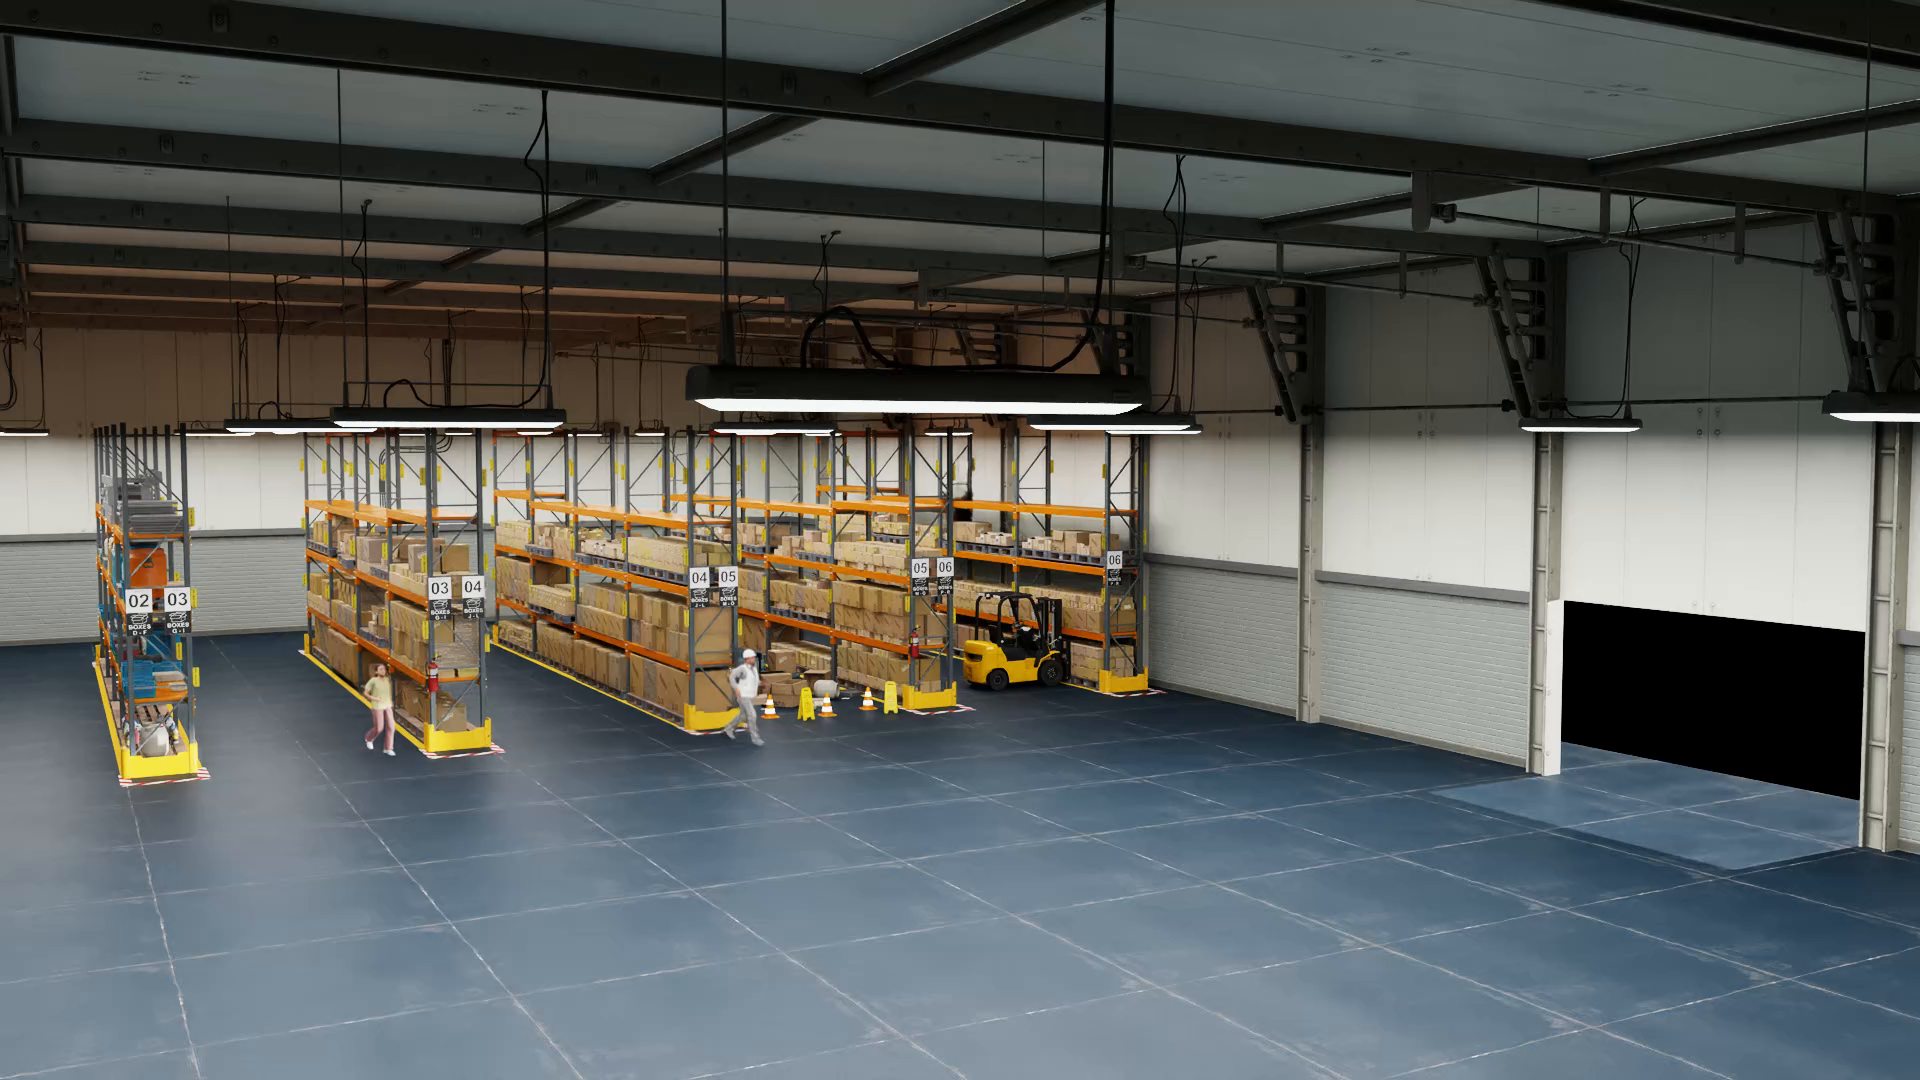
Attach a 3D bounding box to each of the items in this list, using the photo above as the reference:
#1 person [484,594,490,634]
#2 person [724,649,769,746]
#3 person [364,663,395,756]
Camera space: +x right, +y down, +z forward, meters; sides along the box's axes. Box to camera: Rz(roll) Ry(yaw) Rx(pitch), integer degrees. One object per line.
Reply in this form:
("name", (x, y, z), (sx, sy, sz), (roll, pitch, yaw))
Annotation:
("person", (-13.834, 2.013, 47.797), (0.790, 1.767, 0.788), (-3, 5, -43))
("person", (-4.050, 2.942, 31.287), (0.958, 1.782, 0.620), (1, 4, 21))
("person", (-10.551, 3.070, 30.237), (0.765, 1.671, 0.587), (3, 4, 40))
